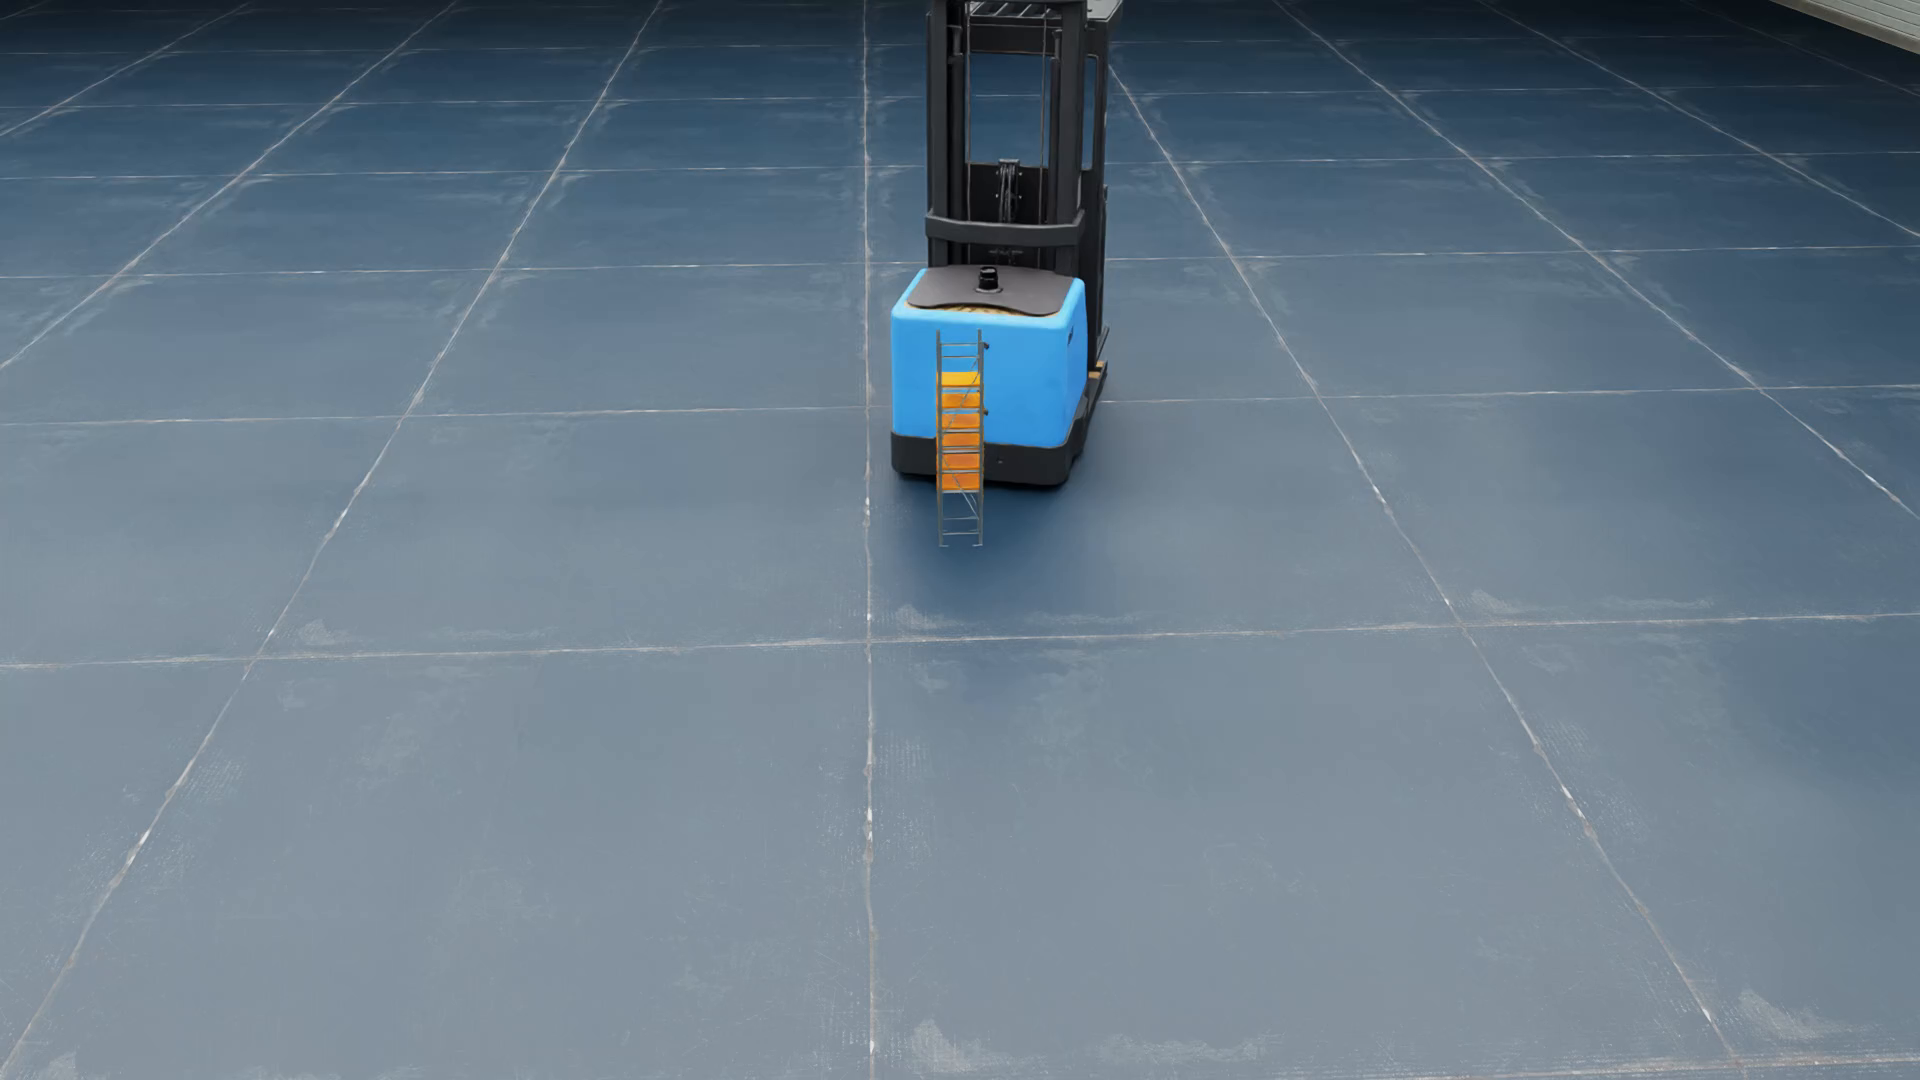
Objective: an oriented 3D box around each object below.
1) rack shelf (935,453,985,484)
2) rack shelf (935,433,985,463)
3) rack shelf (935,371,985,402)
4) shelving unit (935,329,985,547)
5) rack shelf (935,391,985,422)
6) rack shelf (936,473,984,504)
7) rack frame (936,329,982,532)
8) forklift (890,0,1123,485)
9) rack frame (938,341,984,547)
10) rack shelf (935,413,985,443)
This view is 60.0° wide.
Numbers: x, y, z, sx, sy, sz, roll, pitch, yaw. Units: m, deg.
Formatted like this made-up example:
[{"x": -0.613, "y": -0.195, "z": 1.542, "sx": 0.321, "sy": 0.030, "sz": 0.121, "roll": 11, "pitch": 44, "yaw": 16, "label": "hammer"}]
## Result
[{"x": -0.001, "y": -0.393, "z": 9.061, "sx": 0.258, "sy": 0.103, "sz": 0.180, "roll": -1, "pitch": 28, "yaw": -3, "label": "rack shelf"}, {"x": -0.001, "y": -0.499, "z": 9.006, "sx": 0.258, "sy": 0.103, "sz": 0.180, "roll": -1, "pitch": 28, "yaw": -3, "label": "rack shelf"}, {"x": -0.001, "y": -0.818, "z": 8.839, "sx": 0.258, "sy": 0.103, "sz": 0.180, "roll": -1, "pitch": 28, "yaw": -3, "label": "rack shelf"}, {"x": -0.001, "y": -0.539, "z": 8.985, "sx": 0.258, "sy": 1.200, "sz": 0.189, "roll": -1, "pitch": 28, "yaw": -3, "label": "shelving unit"}, {"x": -0.001, "y": -0.712, "z": 8.895, "sx": 0.258, "sy": 0.103, "sz": 0.180, "roll": -1, "pitch": 28, "yaw": -3, "label": "rack shelf"}, {"x": -0.001, "y": -0.286, "z": 9.117, "sx": 0.258, "sy": 0.103, "sz": 0.180, "roll": -1, "pitch": 28, "yaw": -3, "label": "rack shelf"}, {"x": -0.006, "y": -0.581, "z": 9.066, "sx": 0.240, "sy": 1.200, "sz": 0.006, "roll": -1, "pitch": 28, "yaw": -3, "label": "rack frame"}, {"x": 0.388, "y": -2.280, "z": 10.452, "sx": 1.130, "sy": 2.935, "sz": 3.031, "roll": 5, "pitch": 28, "yaw": 10, "label": "forklift"}, {"x": 0.004, "y": -0.496, "z": 8.904, "sx": 0.240, "sy": 1.200, "sz": 0.006, "roll": -1, "pitch": 28, "yaw": -3, "label": "rack frame"}, {"x": -0.001, "y": -0.606, "z": 8.950, "sx": 0.258, "sy": 0.103, "sz": 0.180, "roll": -1, "pitch": 28, "yaw": -3, "label": "rack shelf"}]
